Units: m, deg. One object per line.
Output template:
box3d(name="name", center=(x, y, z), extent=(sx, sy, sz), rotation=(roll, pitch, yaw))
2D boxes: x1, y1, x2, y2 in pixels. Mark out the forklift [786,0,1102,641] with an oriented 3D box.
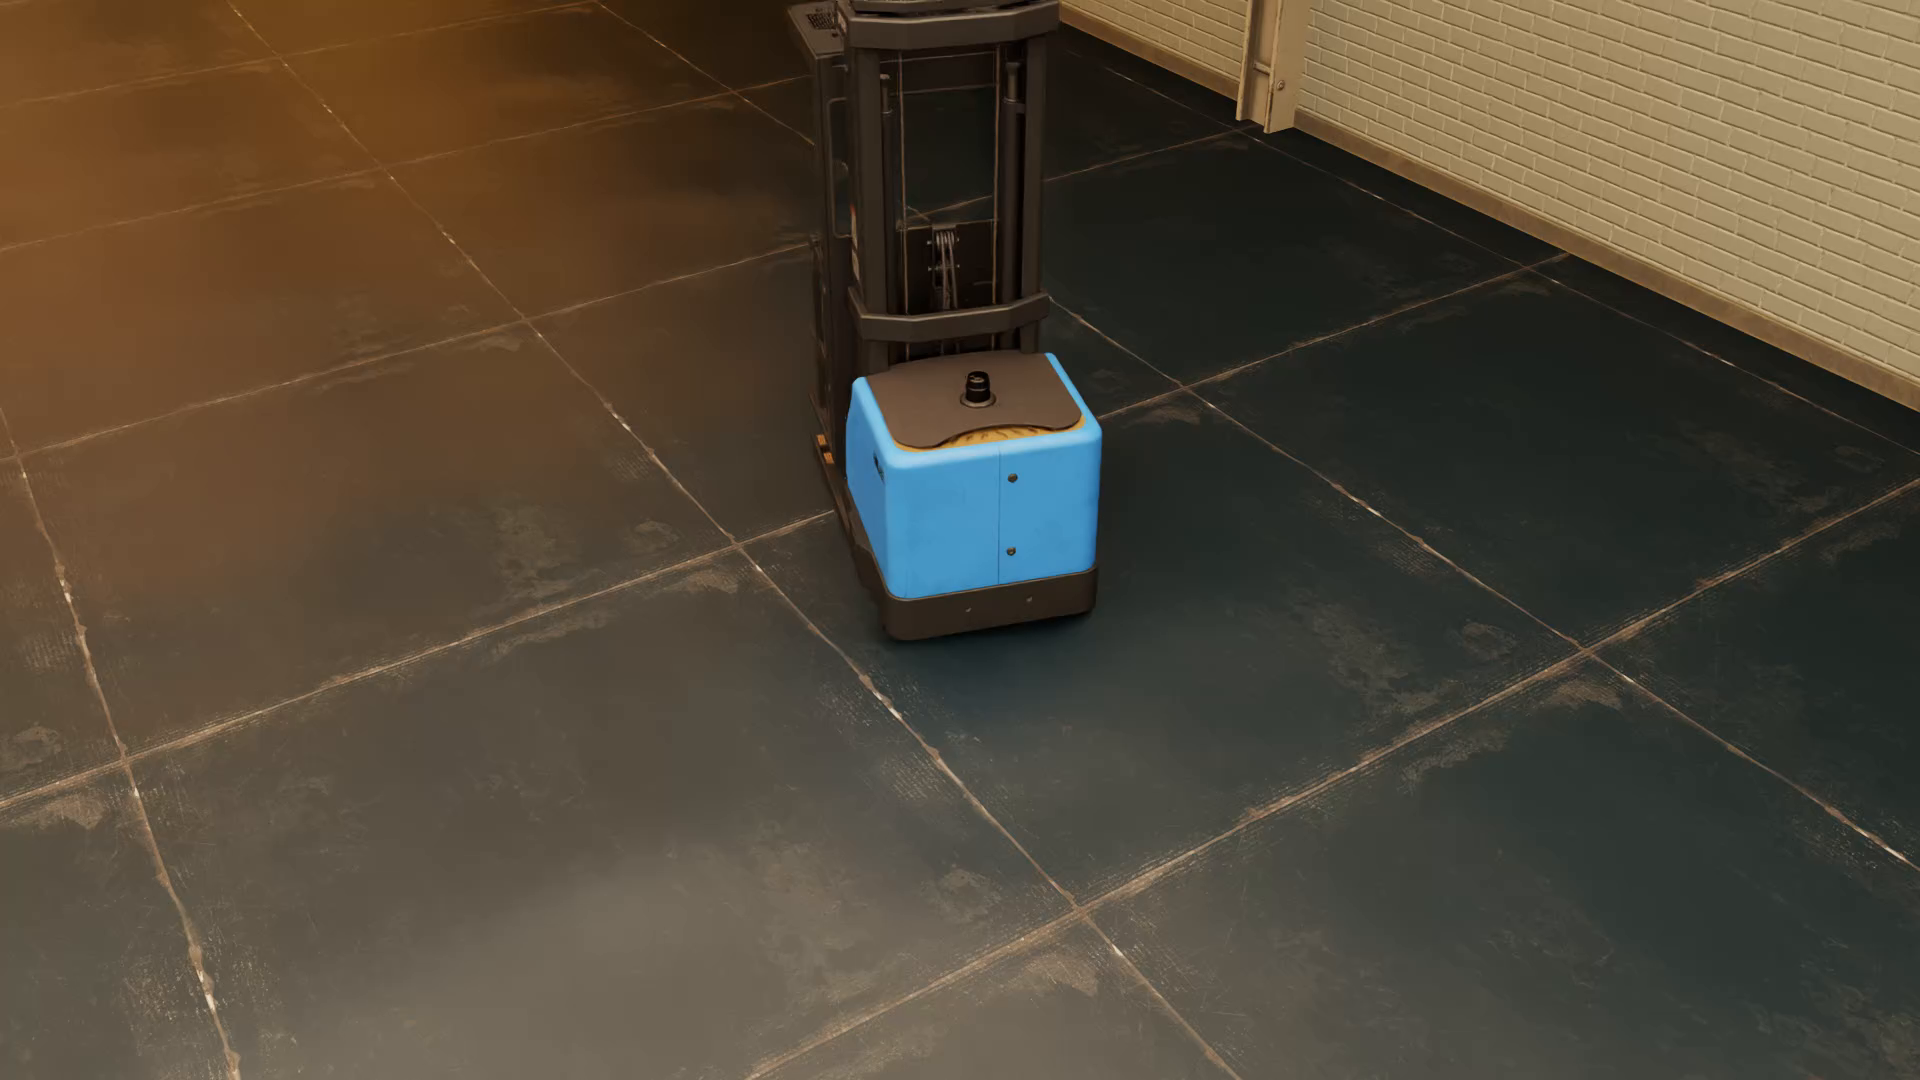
box3d(name="forklift", center=(-0.206, -1.567, 8.378), extent=(1.130, 2.935, 3.031), rotation=(-9, 36, -12))
